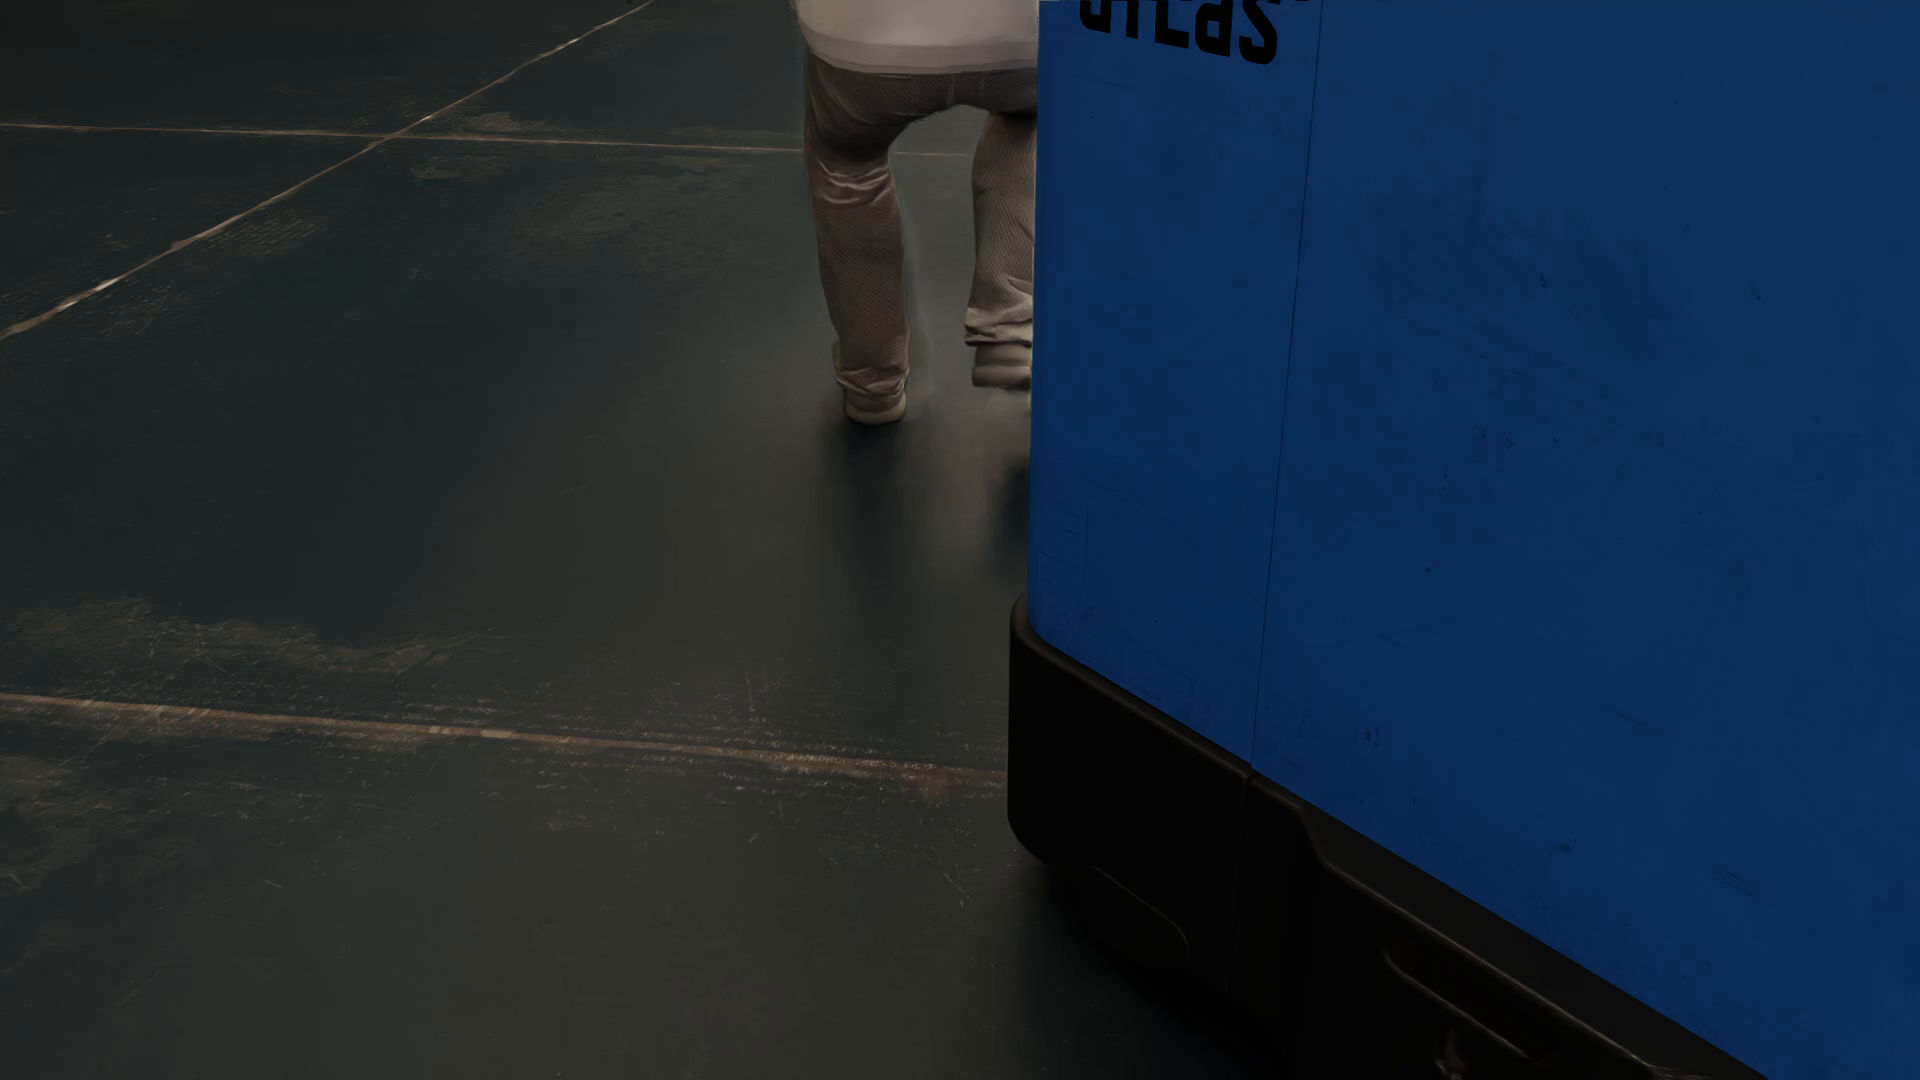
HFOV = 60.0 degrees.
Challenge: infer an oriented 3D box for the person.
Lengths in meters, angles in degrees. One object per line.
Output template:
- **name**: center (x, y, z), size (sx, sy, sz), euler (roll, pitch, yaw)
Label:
- **person**: center (-0.060, -0.872, 2.453), size (1.176, 1.617, 0.800), euler (0, 27, 1)

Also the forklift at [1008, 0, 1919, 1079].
- **forklift**: center (1.358, -0.579, 0.378), size (1.130, 2.935, 3.031), euler (-19, 32, -34)
